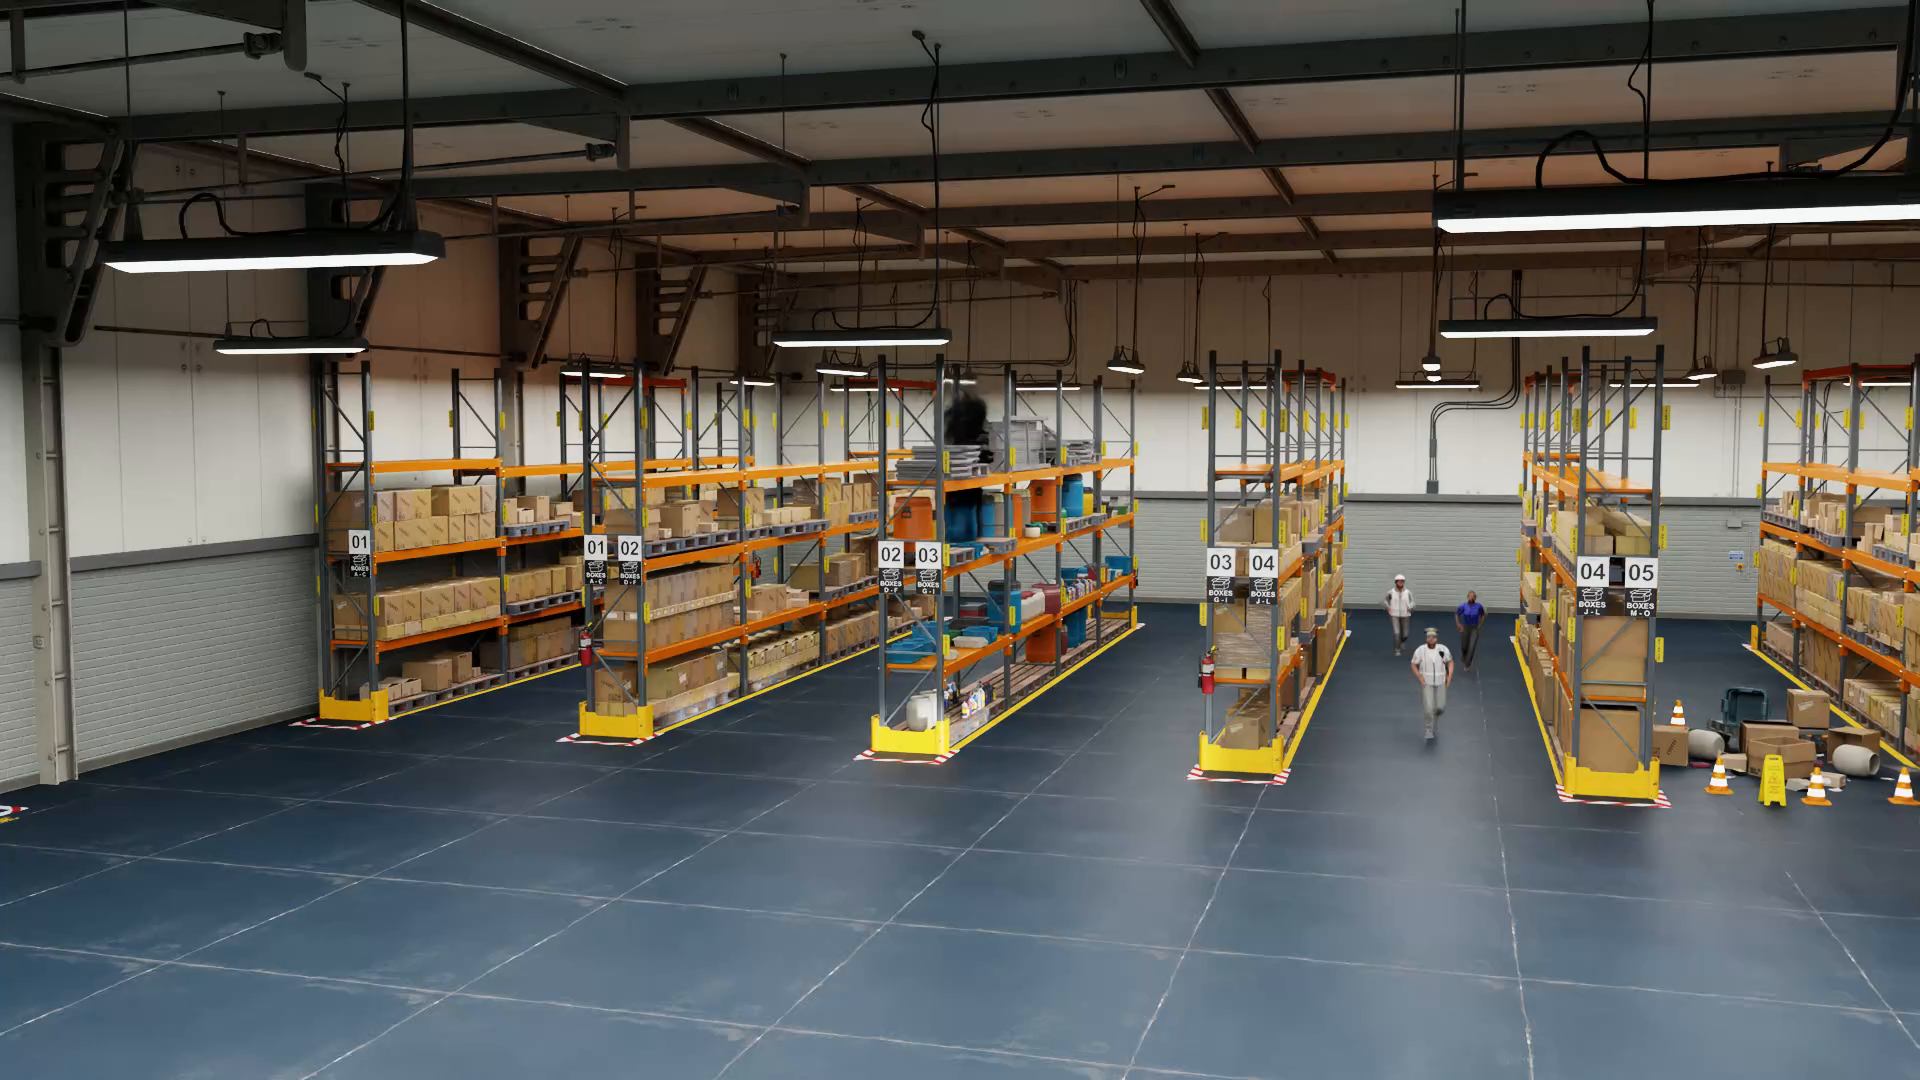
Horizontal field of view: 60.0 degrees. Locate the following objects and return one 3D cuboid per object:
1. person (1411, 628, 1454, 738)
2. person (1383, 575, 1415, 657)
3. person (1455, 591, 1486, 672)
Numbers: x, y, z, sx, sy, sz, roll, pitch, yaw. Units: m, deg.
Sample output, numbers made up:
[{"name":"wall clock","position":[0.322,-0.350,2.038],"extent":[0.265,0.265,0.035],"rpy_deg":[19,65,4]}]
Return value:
[{"name":"person","position":[7.493,2.256,26.358],"extent":[0.666,1.752,0.528],"rpy_deg":[1,4,9]},{"name":"person","position":[9.367,1.605,35.489],"extent":[0.663,1.727,0.704],"rpy_deg":[1,4,8]},{"name":"person","position":[10.248,1.824,33.394],"extent":[0.595,1.620,0.586],"rpy_deg":[1,4,11]}]
